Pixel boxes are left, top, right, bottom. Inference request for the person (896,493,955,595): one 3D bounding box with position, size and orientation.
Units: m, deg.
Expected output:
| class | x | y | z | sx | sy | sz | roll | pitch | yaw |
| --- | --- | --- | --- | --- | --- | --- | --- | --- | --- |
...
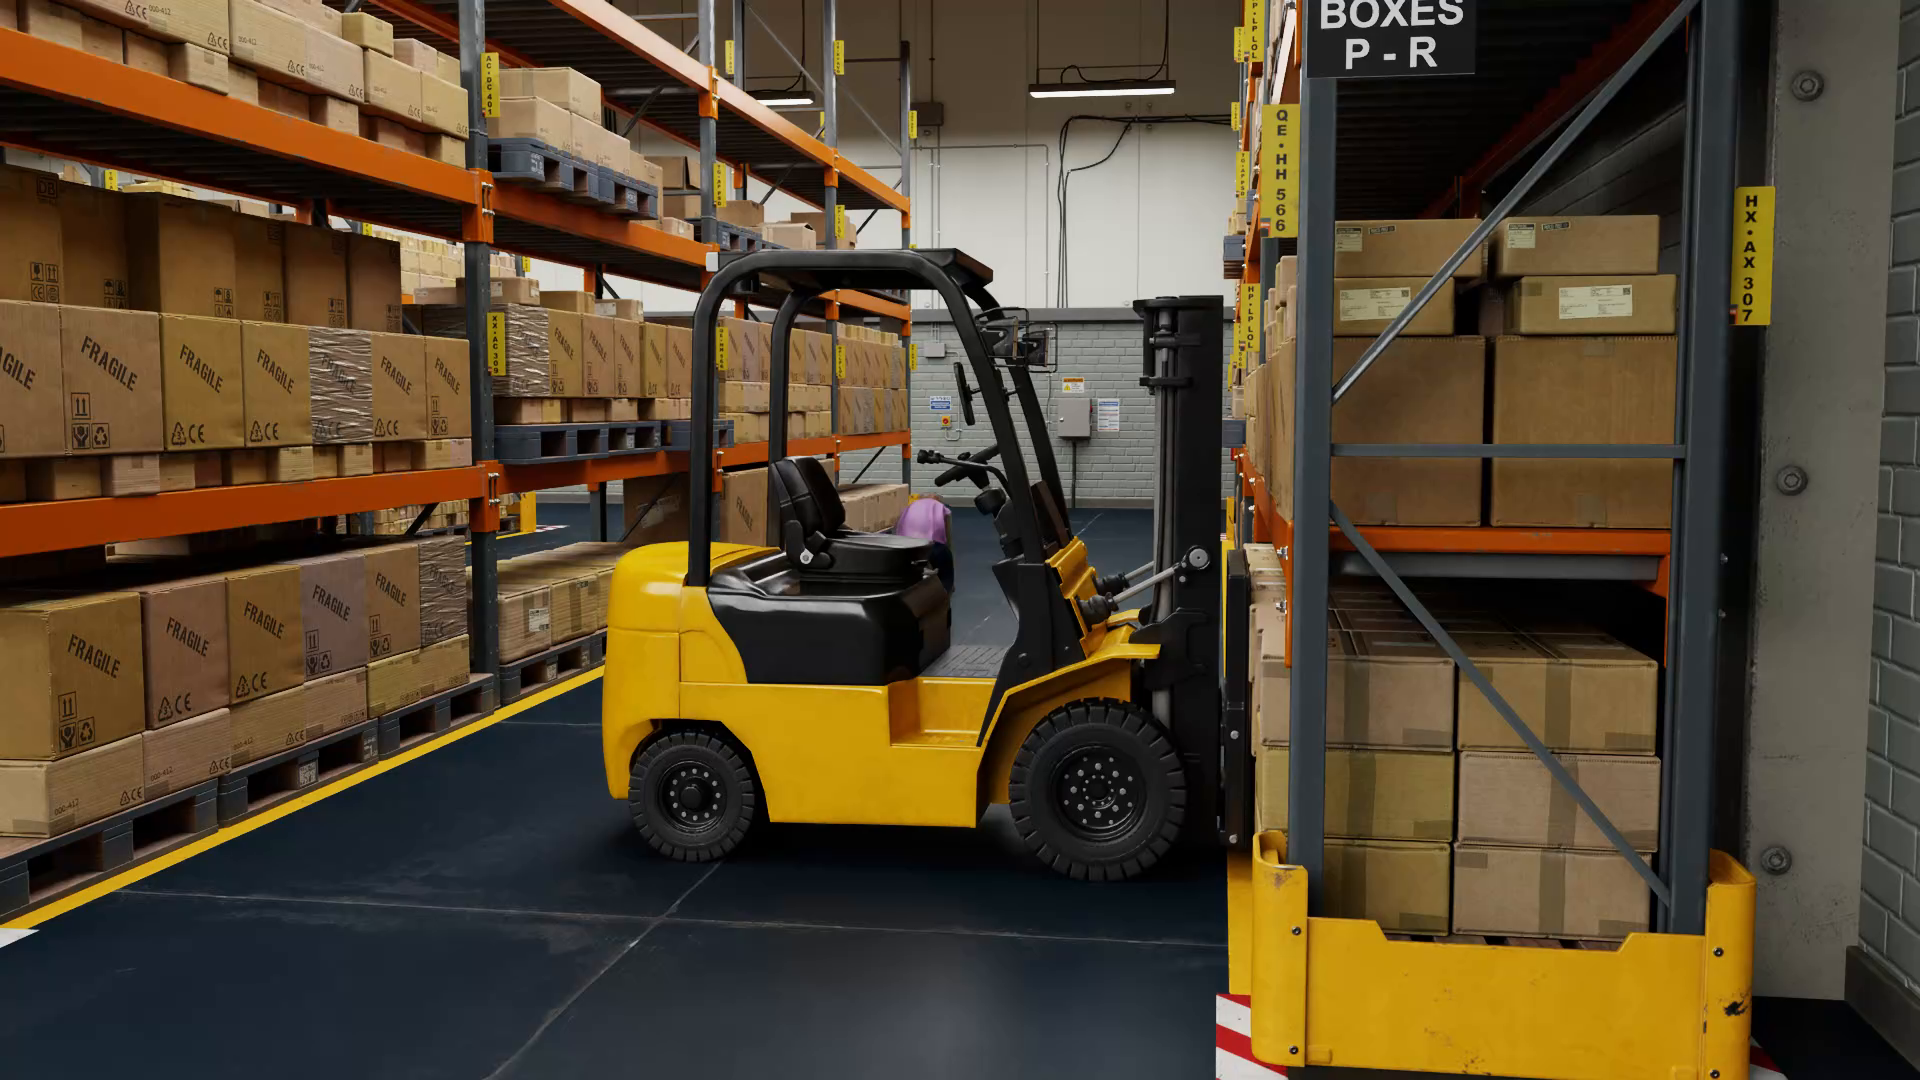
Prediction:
| class | x | y | z | sx | sy | sz | roll | pitch | yaw |
| --- | --- | --- | --- | --- | --- | --- | --- | --- | --- |
| person | -0.246 | 0.180 | 11.725 | 0.420 | 0.979 | 0.861 | 0 | 5 | 6 |
